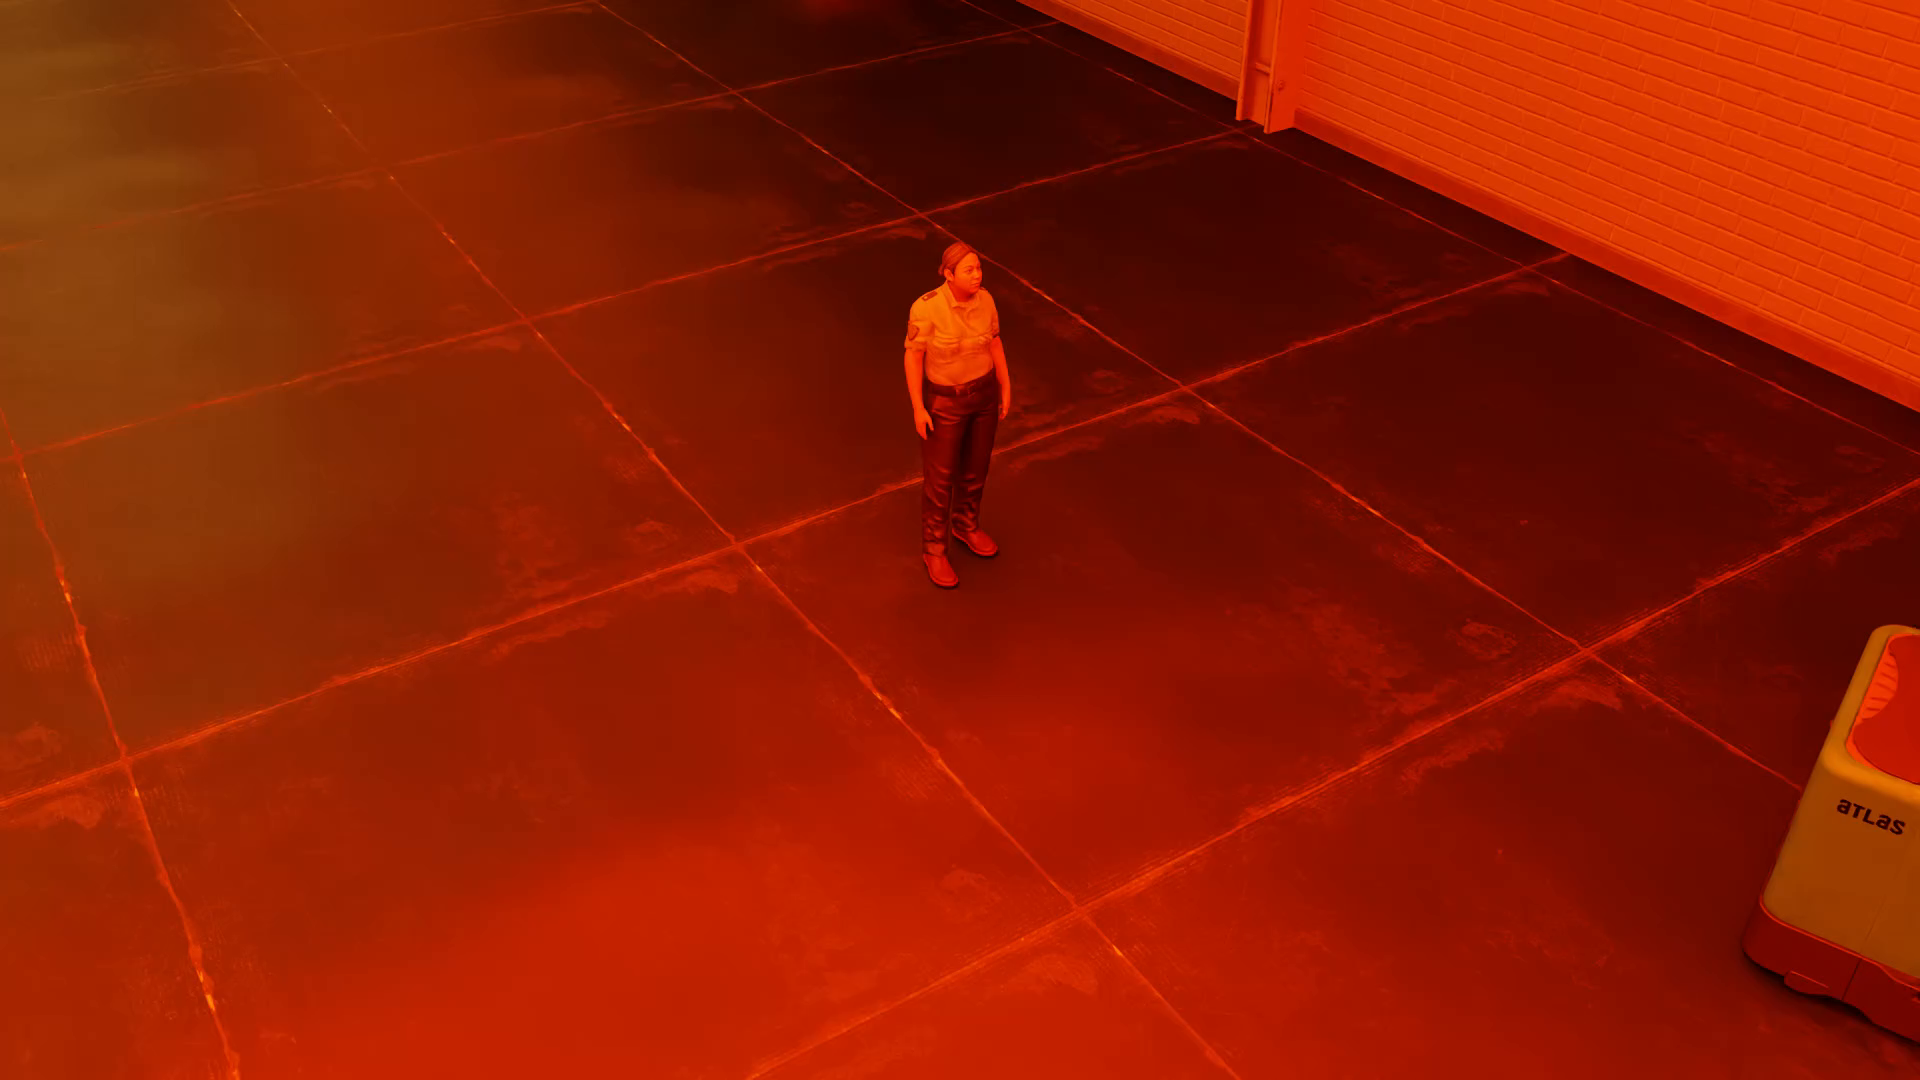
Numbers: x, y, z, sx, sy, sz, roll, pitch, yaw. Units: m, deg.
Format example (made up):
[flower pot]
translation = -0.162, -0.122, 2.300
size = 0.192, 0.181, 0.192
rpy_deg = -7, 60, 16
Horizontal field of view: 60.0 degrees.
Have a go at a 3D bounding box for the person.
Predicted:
[person]
translation = 0.030, -0.625, 8.150
size = 0.598, 1.641, 0.502
rpy_deg = -21, 40, -27

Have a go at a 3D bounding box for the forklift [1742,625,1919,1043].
[forklift]
translation = 4.486, 0.698, 5.154
size = 3.031, 2.935, 1.130
rpy_deg = 22, 41, 28
